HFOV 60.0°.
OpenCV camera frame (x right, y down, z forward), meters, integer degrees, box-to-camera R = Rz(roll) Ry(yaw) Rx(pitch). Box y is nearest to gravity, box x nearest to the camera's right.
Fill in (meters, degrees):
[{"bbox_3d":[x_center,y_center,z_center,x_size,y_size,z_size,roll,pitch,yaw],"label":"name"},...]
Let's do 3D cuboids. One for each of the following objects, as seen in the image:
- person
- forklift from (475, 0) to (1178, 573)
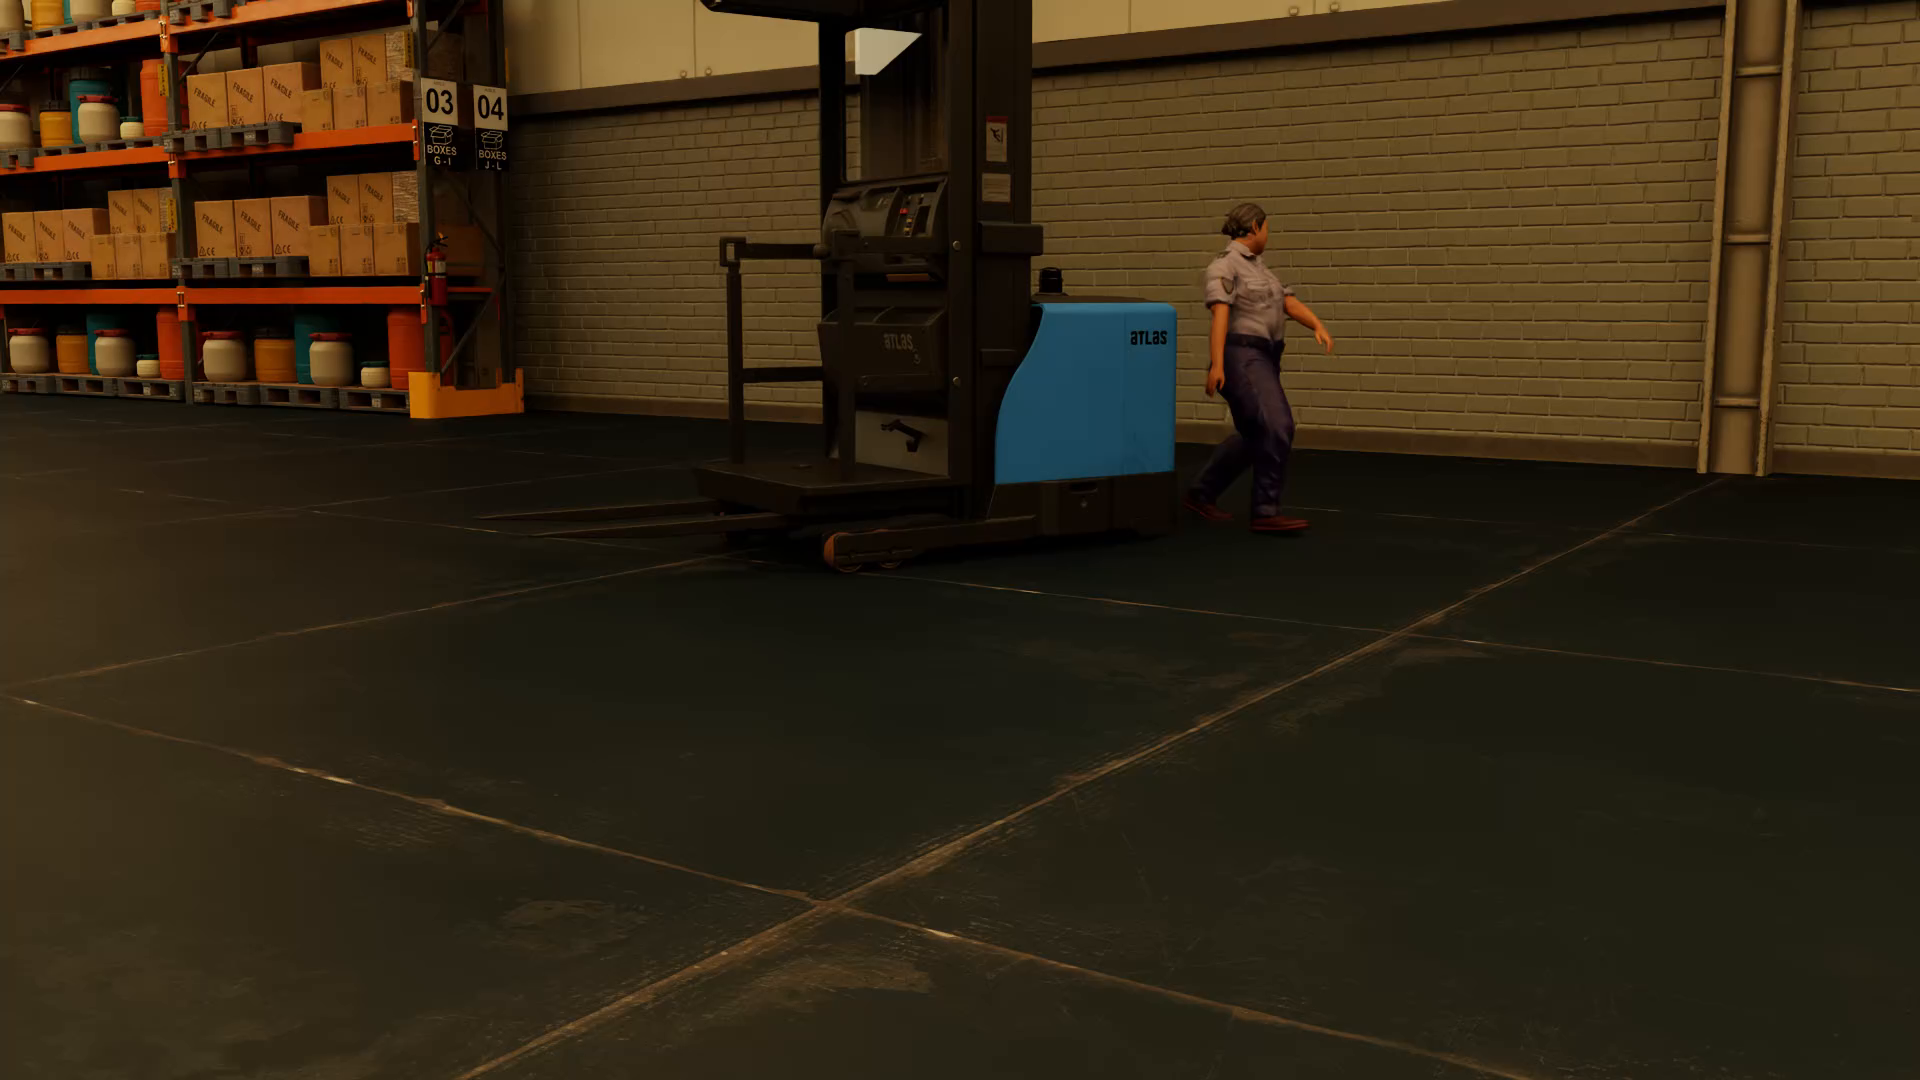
[{"bbox_3d":[1.378,-0.821,7.937,0.791,1.557,0.657,4,9,26],"label":"person"},{"bbox_3d":[-0.507,-1.403,7.061,3.031,2.935,1.130,-5,10,-33],"label":"forklift"}]
